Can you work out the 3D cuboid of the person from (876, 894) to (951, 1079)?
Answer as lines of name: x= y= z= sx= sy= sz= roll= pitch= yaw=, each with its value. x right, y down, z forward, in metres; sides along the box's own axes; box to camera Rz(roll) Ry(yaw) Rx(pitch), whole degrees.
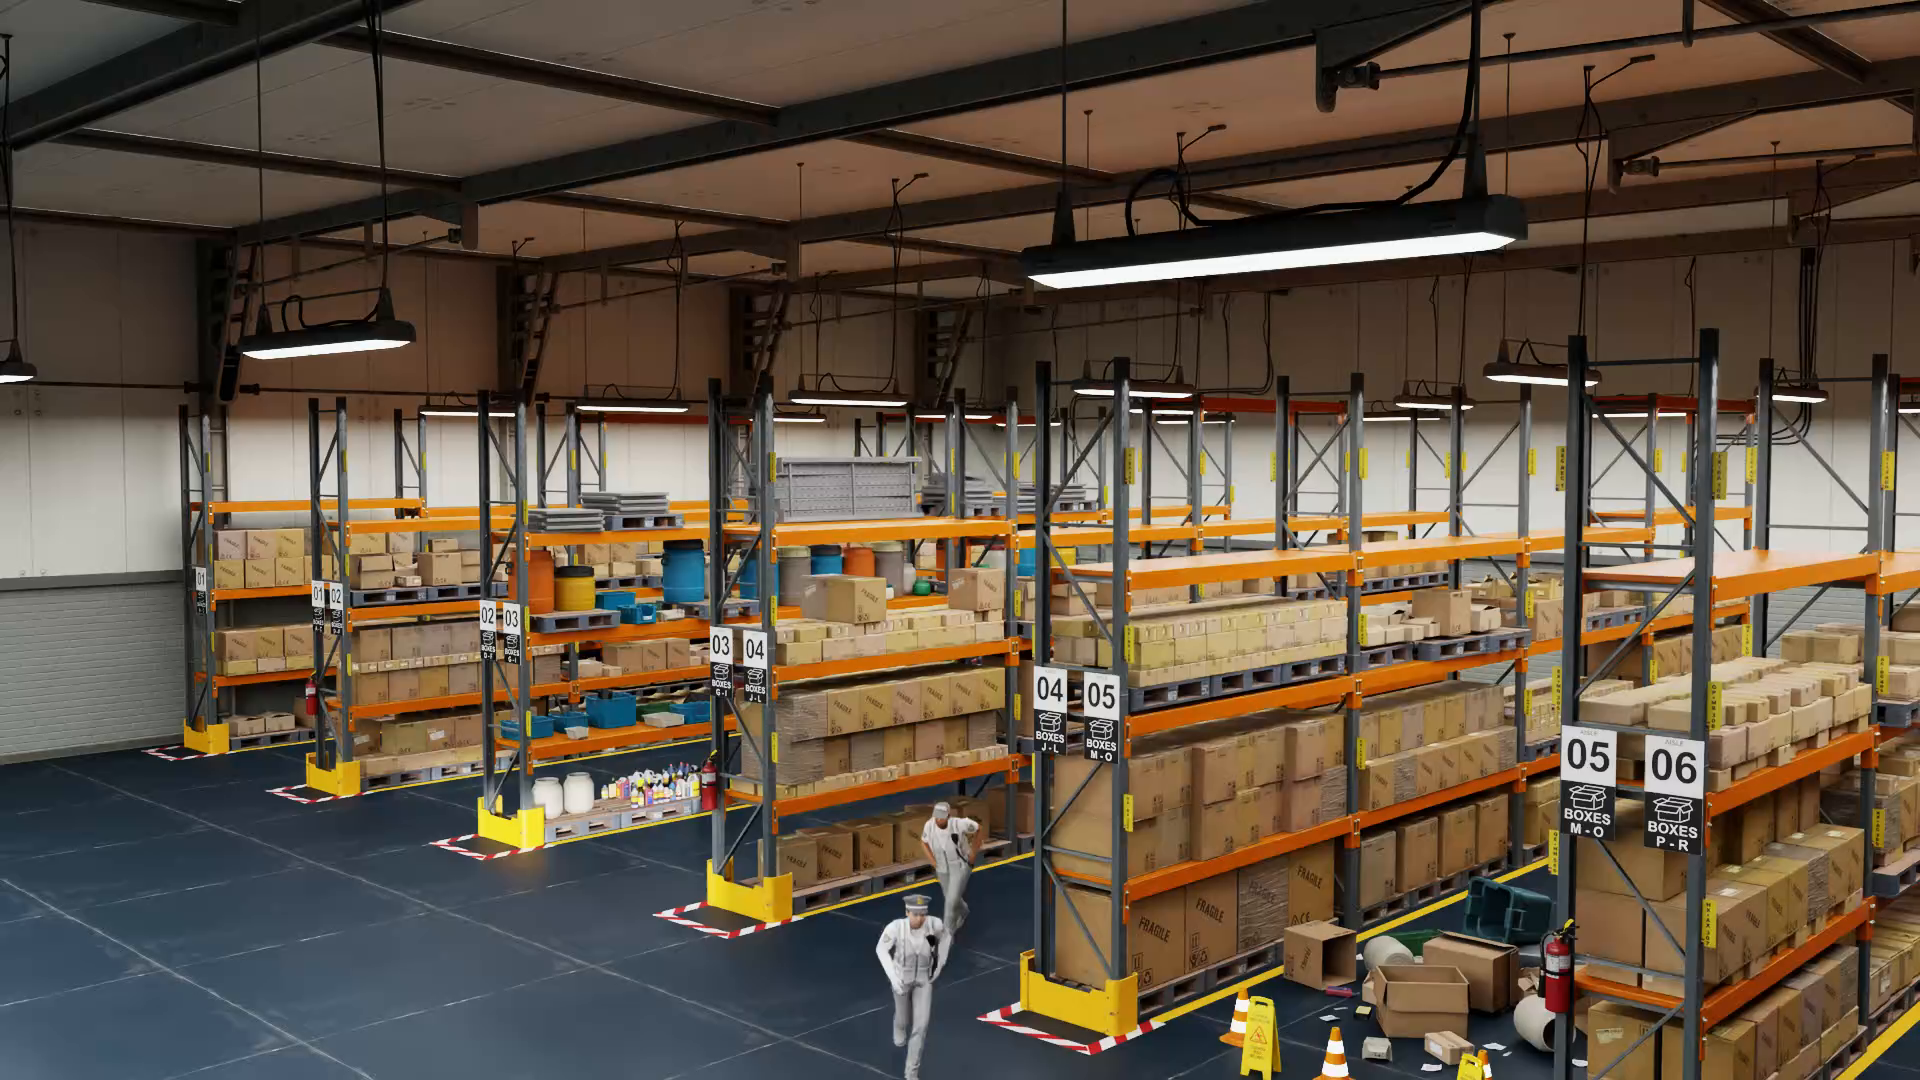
person: x=-0.403 y=3.659 z=13.806 sx=0.635 sy=1.629 sz=0.924 roll=-1 pitch=3 yaw=-15

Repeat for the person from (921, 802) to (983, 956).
person: x=-0.063 y=3.482 z=17.440 sx=0.648 sy=1.627 sz=1.037 roll=1 pitch=3 yaw=16
